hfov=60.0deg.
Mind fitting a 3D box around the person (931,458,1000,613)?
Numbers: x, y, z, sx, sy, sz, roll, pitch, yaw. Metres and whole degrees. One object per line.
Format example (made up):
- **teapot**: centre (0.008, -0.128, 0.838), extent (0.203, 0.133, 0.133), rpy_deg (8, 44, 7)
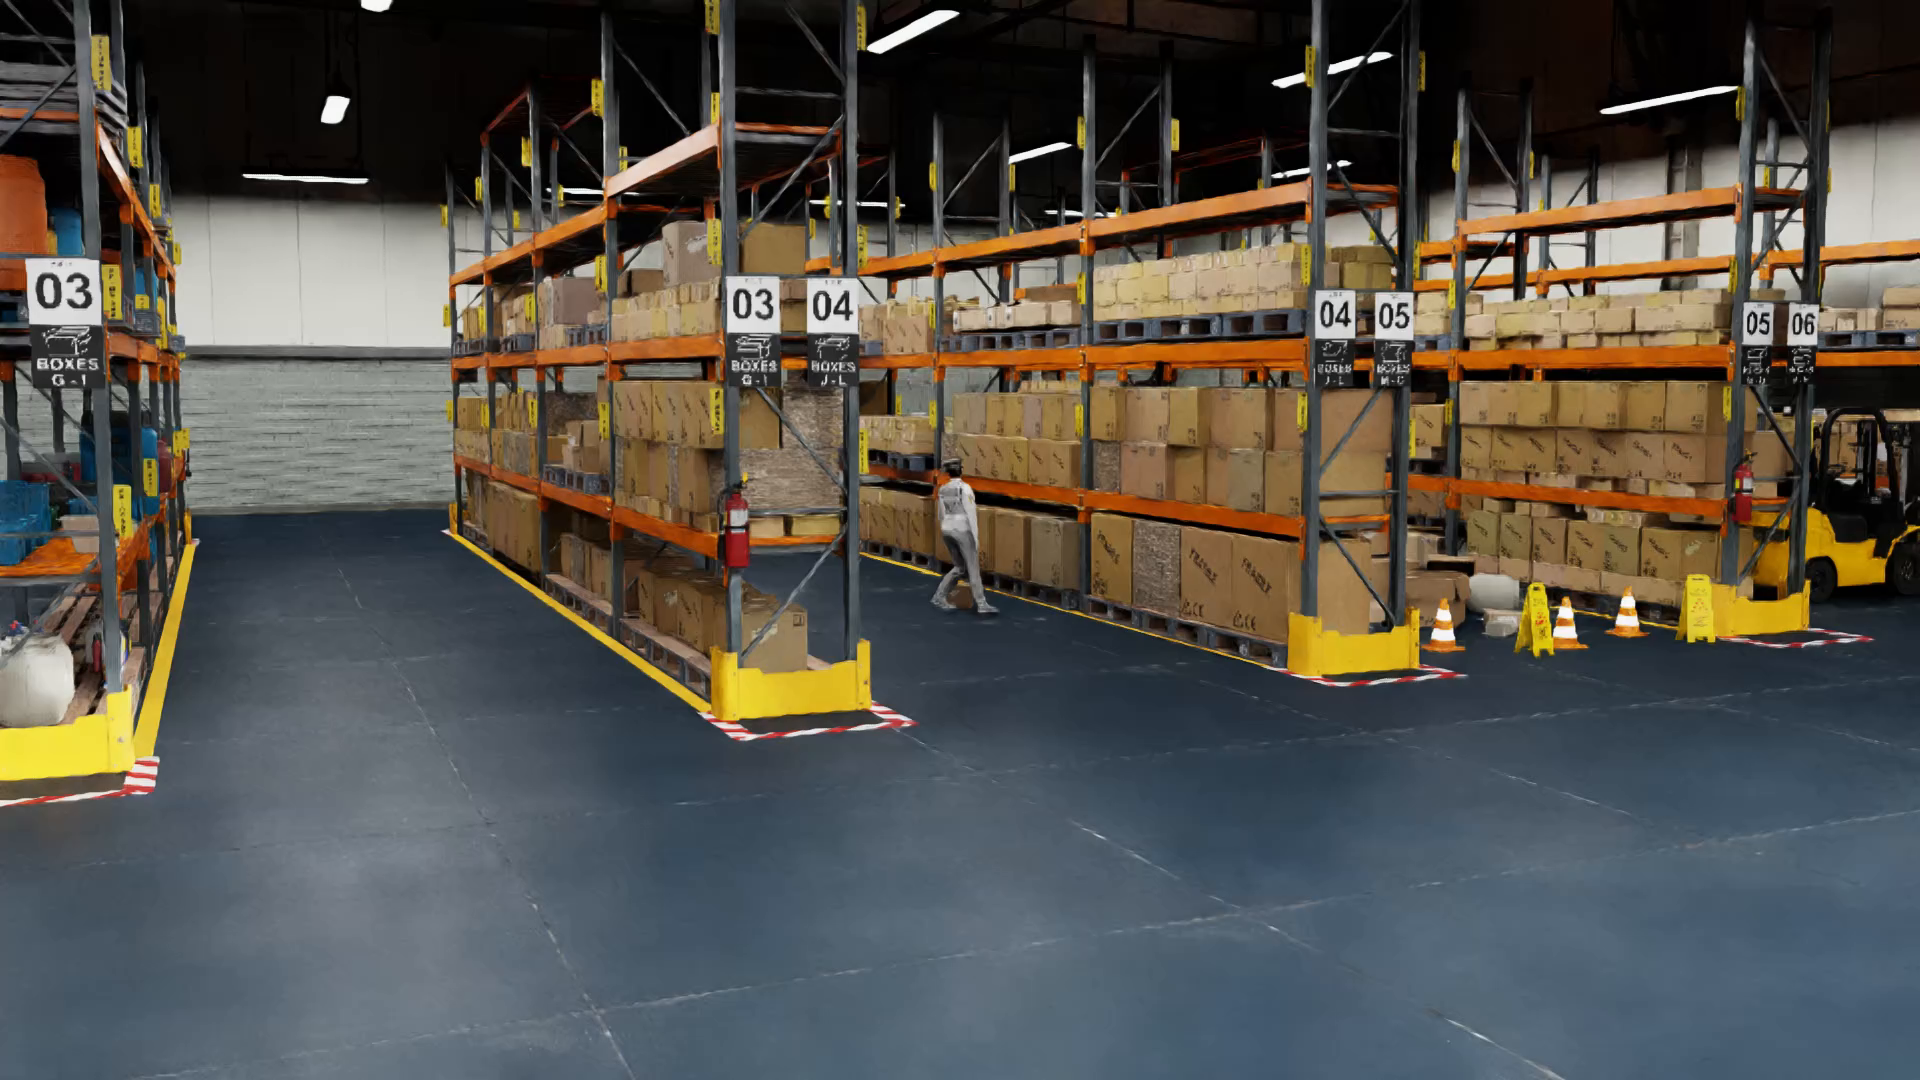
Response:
- **person**: centre (0.047, -0.042, 17.579), extent (0.544, 1.634, 0.623), rpy_deg (-4, 7, -36)
